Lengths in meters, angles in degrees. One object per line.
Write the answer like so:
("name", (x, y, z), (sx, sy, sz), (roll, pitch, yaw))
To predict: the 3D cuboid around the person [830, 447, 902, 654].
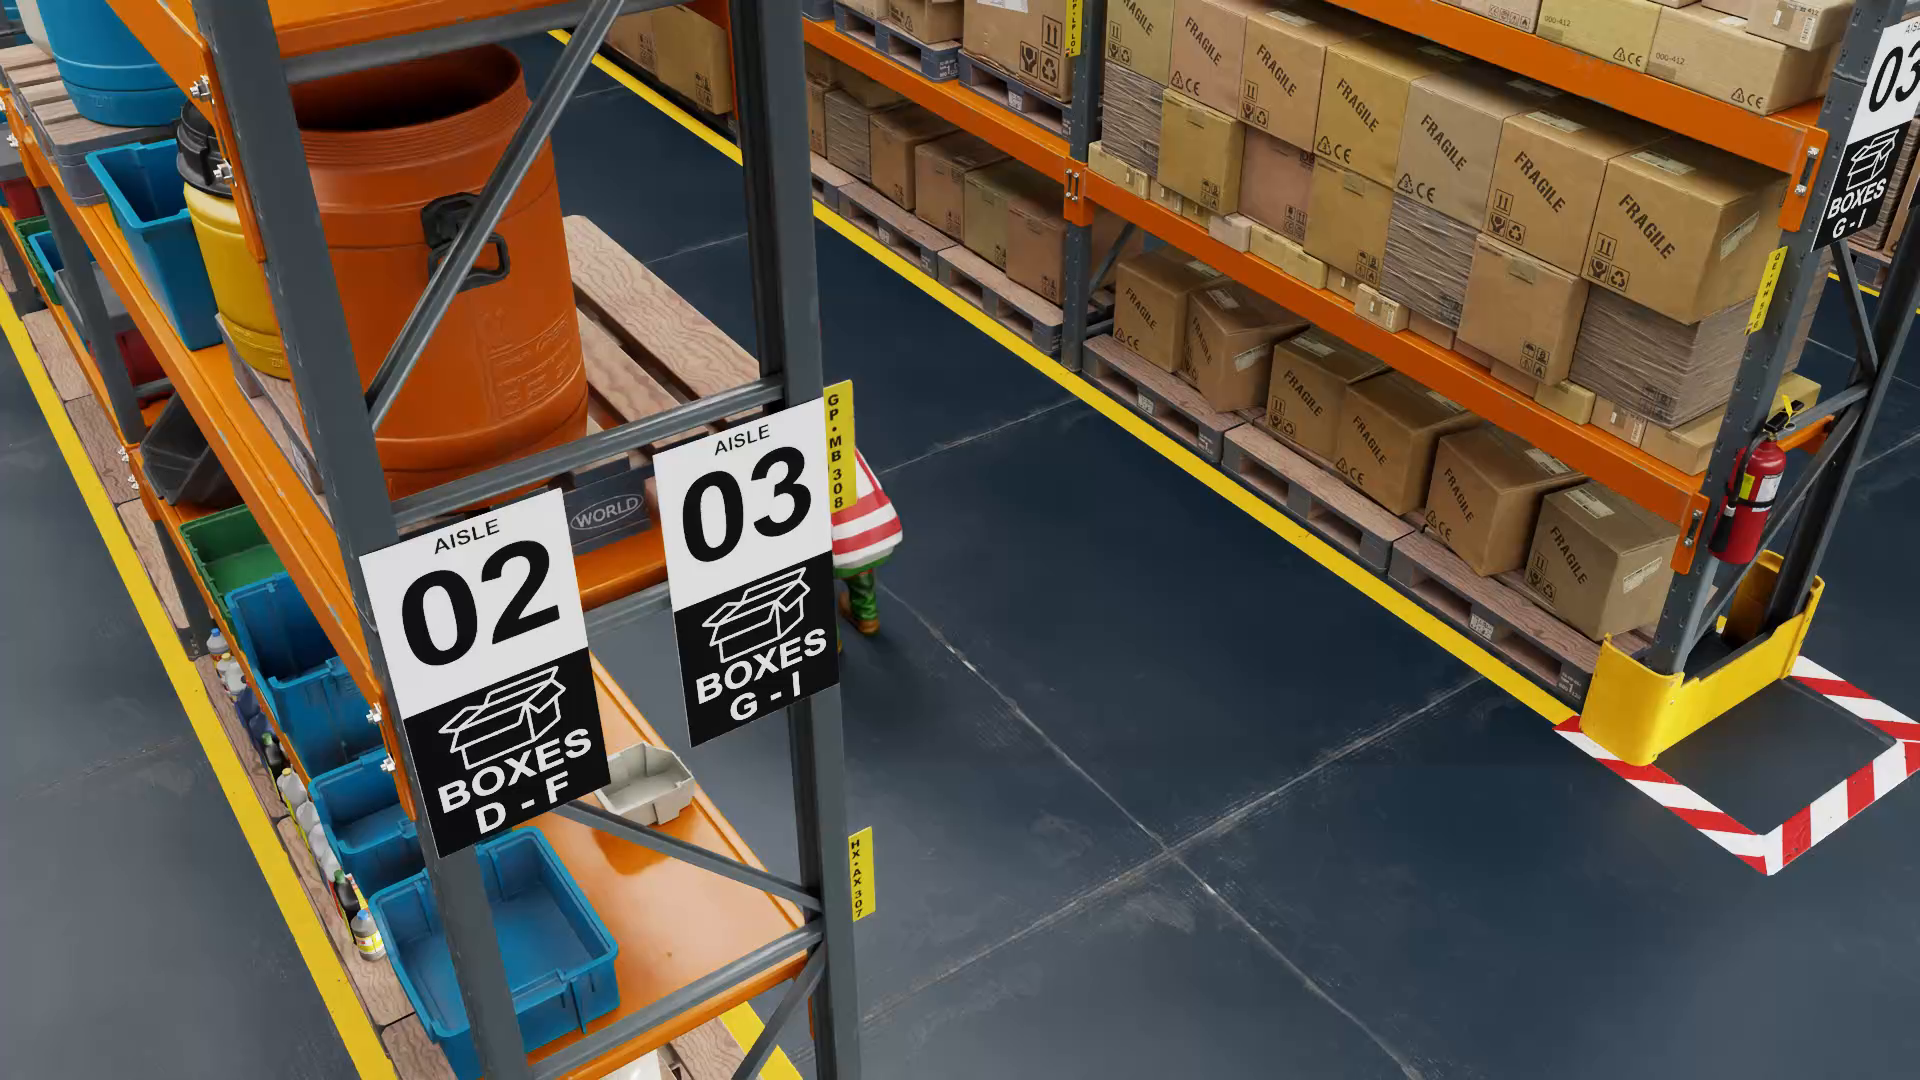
("person", (-0.648, -0.067, 7.602), (0.580, 1.172, 0.852), (-23, 42, -28))
